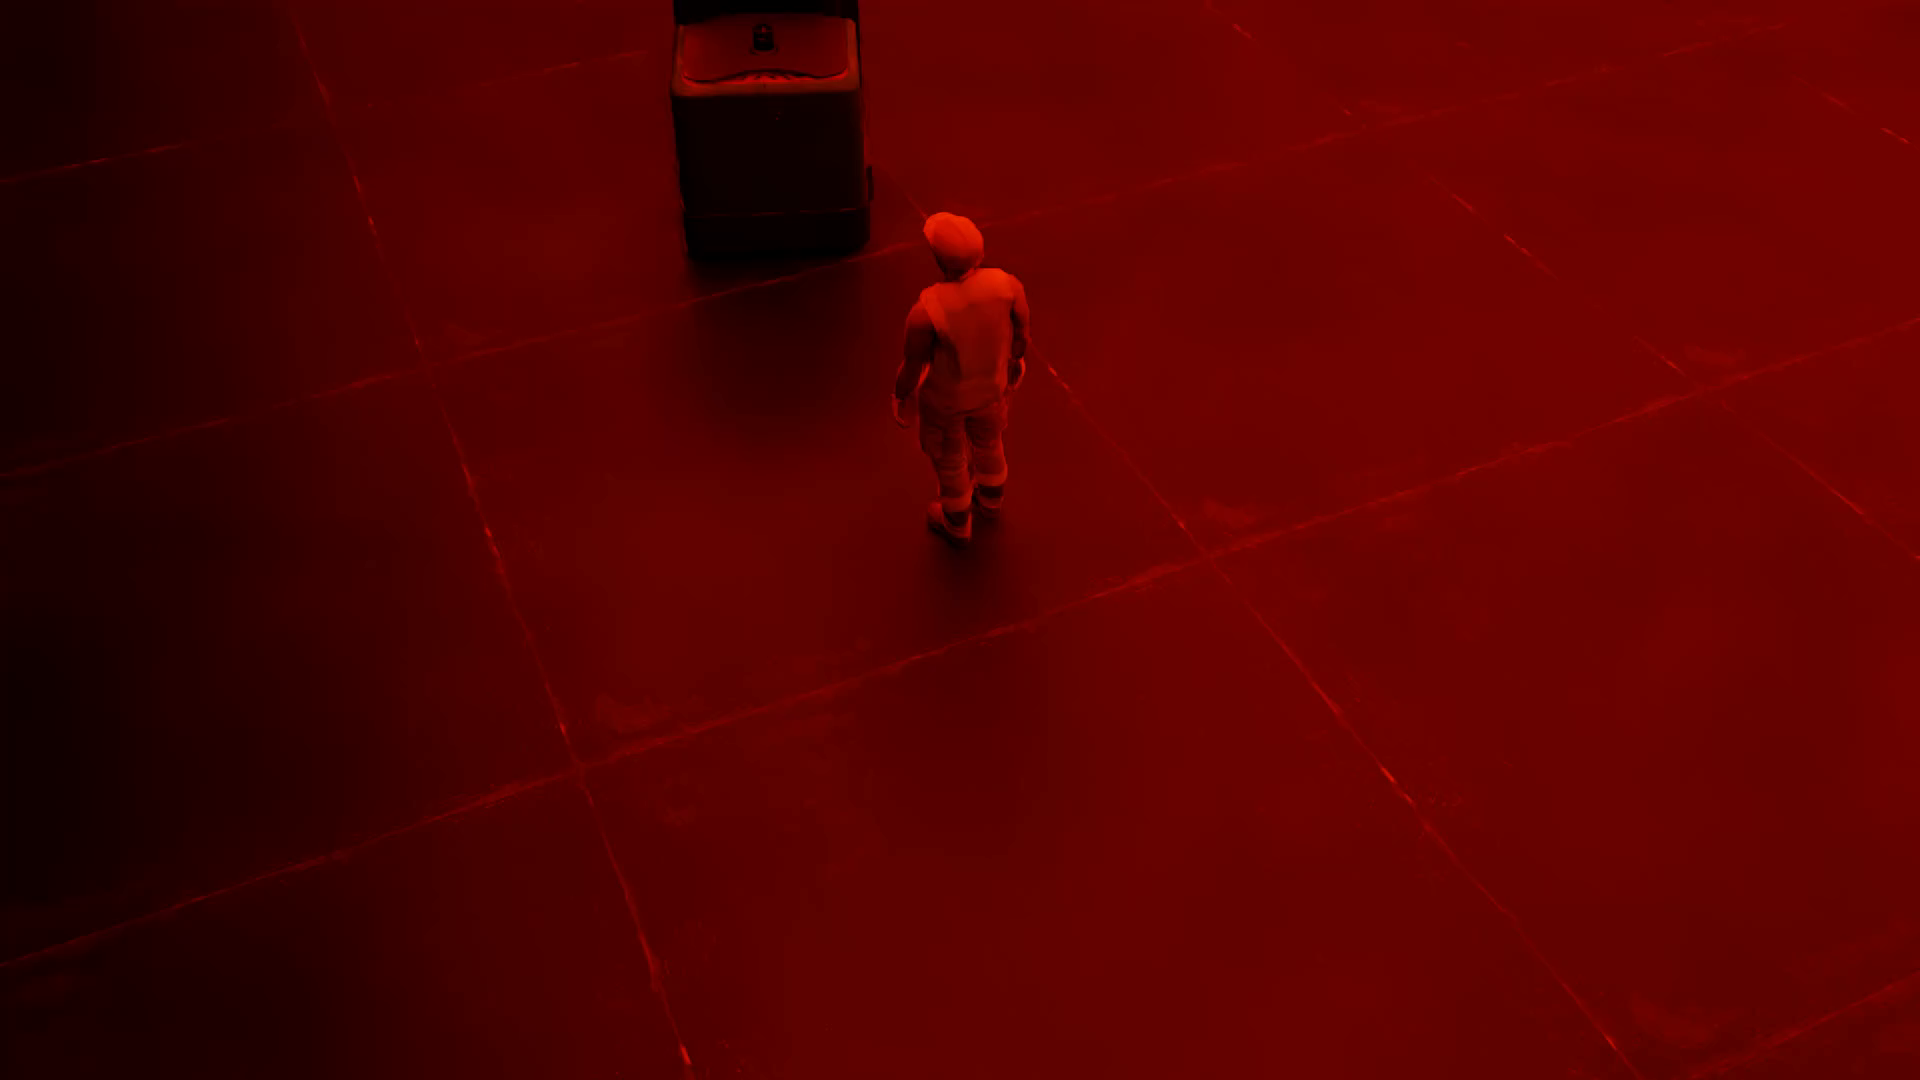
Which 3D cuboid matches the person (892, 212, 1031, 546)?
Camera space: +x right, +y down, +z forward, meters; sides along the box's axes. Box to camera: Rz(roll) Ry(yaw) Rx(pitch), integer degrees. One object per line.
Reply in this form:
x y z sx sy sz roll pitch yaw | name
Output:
-0.024 -0.712 7.270 0.637 1.787 0.563 -18 46 -18 | person

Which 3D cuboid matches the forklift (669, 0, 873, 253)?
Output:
-1.165 -3.710 9.656 1.130 2.935 3.031 -3 43 -4 | forklift
